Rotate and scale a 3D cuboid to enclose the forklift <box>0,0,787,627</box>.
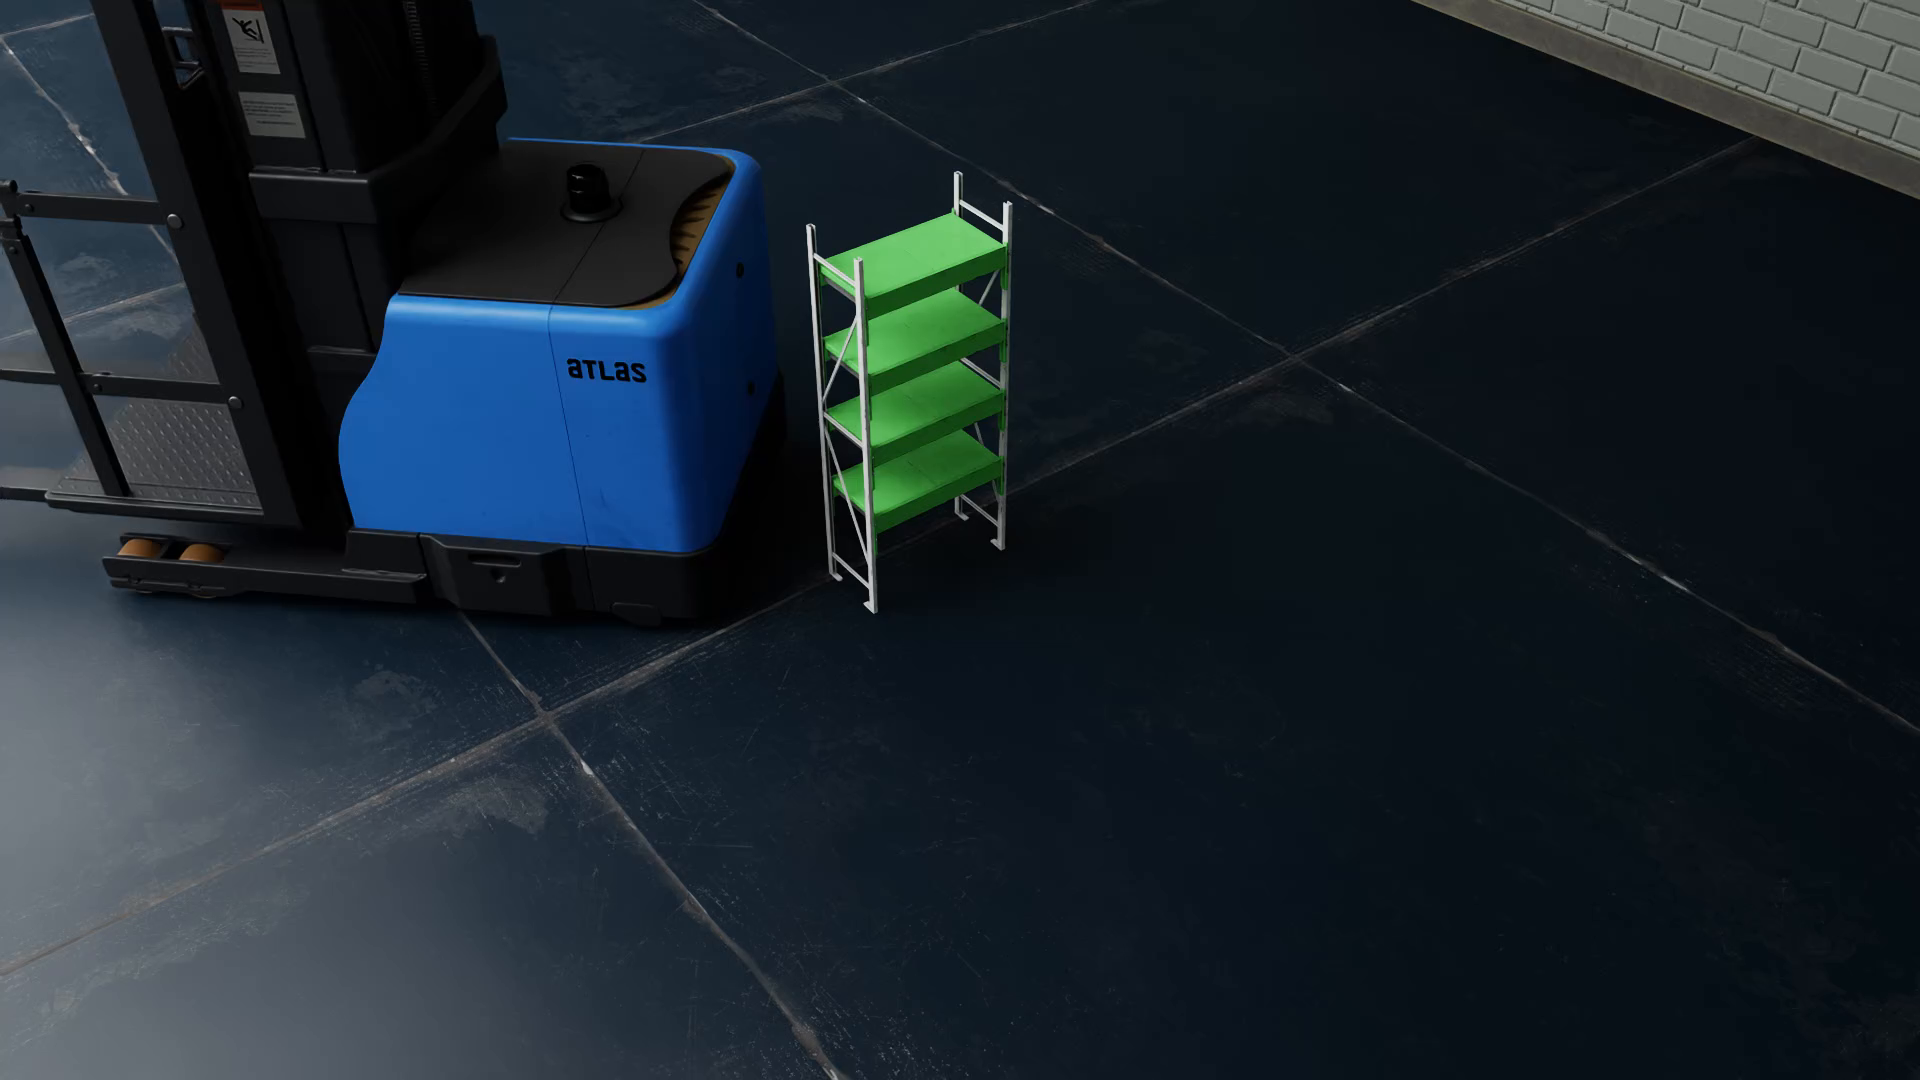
[{"bbox_3d":[-2.134,-1.284,4.504,3.031,2.935,1.130,4,40,5],"label":"forklift"}]

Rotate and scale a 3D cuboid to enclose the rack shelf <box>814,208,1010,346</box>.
[{"bbox_3d":[-0.131,-0.722,4.528,0.480,0.148,0.258,-26,46,-28],"label":"rack shelf"}]

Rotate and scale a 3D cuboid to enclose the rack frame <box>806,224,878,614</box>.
[{"bbox_3d":[-0.325,-0.306,4.677,0.015,1.200,0.240,-26,46,-28],"label":"rack frame"}]

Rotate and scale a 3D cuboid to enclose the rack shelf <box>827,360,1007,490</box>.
[{"bbox_3d":[-0.131,-0.351,4.832,0.480,0.148,0.258,-26,46,-28],"label":"rack shelf"}]

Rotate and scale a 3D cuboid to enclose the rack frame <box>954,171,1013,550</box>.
[{"bbox_3d":[0.062,-0.494,4.906,0.015,1.200,0.240,-26,46,-28],"label":"rack frame"}]

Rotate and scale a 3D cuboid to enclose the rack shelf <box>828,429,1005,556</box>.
[{"bbox_3d":[-0.131,-0.165,4.984,0.480,0.148,0.258,-26,46,-28],"label":"rack shelf"}]

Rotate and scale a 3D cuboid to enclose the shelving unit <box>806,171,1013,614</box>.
[{"bbox_3d":[-0.131,-0.400,4.791,0.503,1.200,0.258,-26,46,-28],"label":"shelving unit"}]

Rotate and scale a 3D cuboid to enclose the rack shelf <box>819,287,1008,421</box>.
[{"bbox_3d":[-0.131,-0.536,4.680,0.480,0.148,0.258,-26,46,-28],"label":"rack shelf"}]
